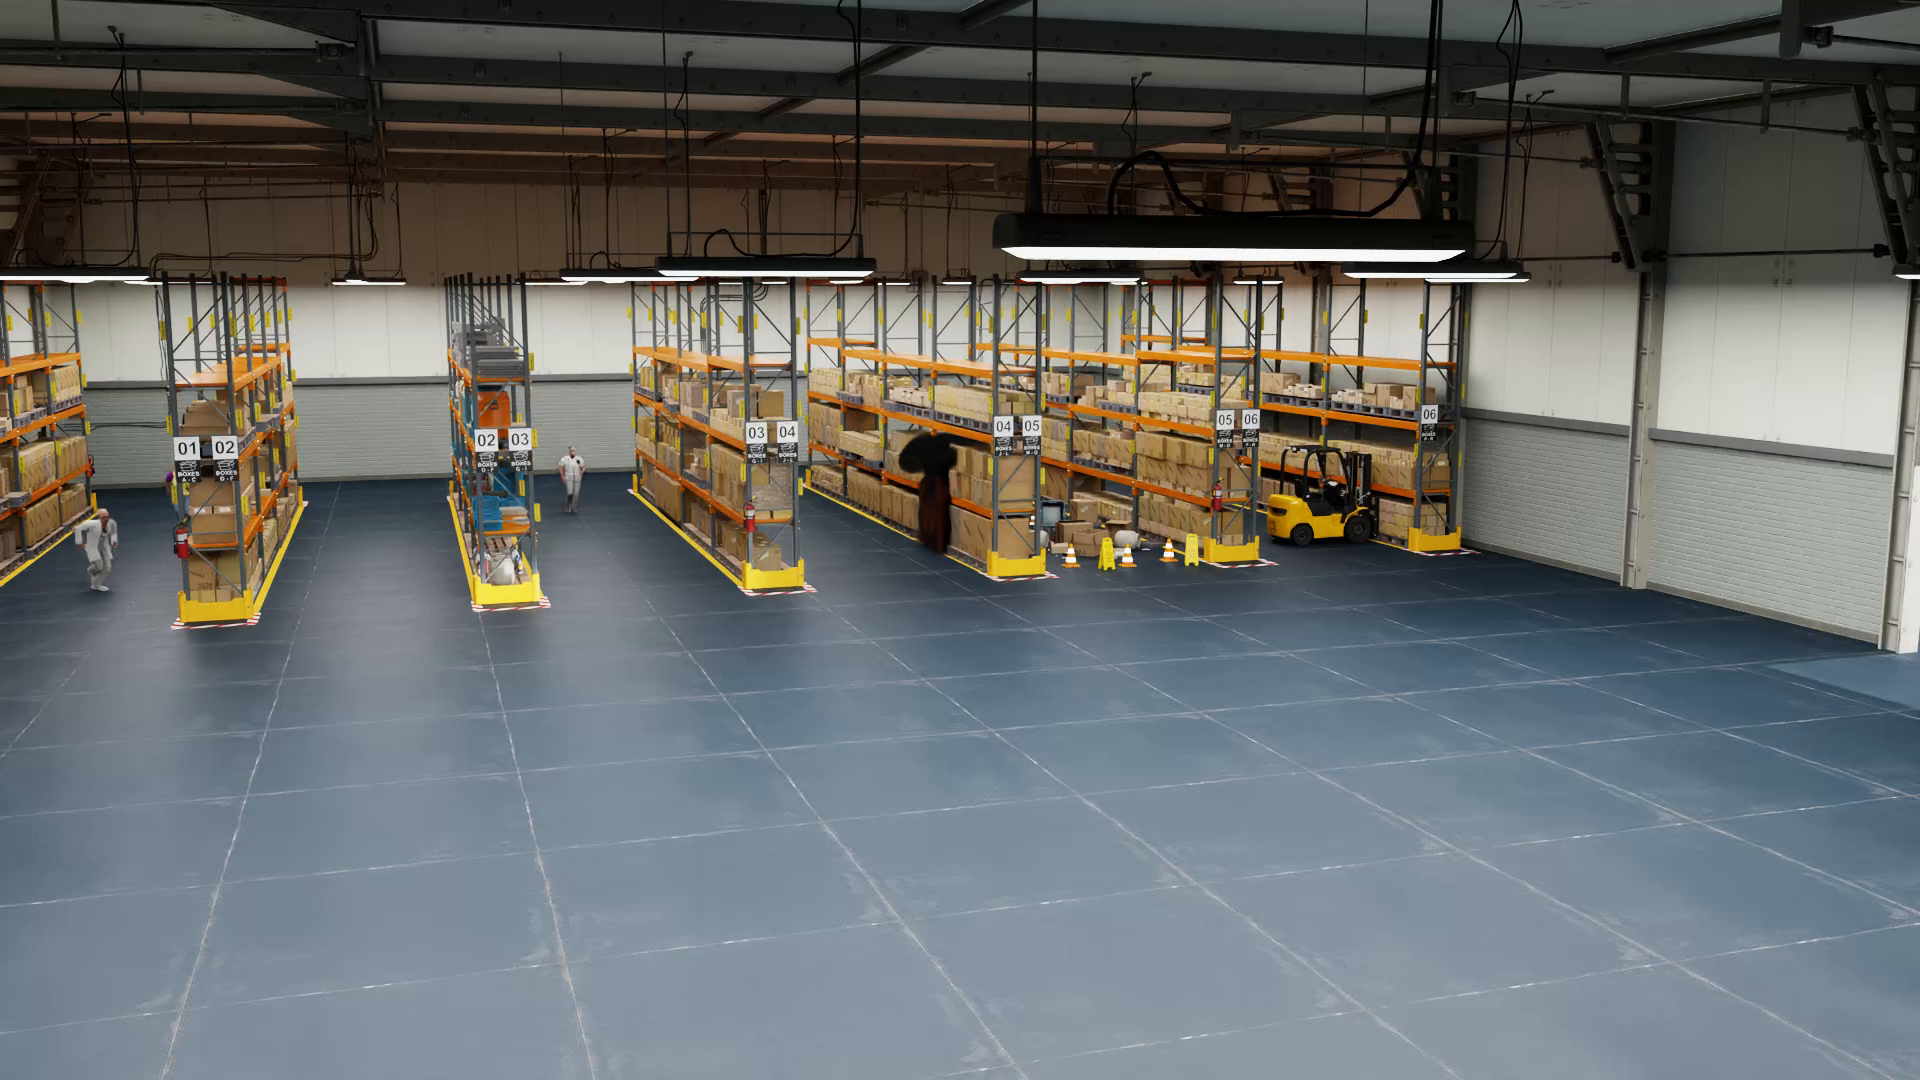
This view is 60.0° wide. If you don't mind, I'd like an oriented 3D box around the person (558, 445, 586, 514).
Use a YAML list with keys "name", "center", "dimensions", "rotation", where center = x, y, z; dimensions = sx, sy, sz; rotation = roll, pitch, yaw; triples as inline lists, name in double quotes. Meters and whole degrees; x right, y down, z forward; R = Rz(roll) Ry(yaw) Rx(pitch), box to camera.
- name: "person"
  center: [-9.873, -1.536, 42.473]
  dimensions: [0.667, 1.779, 0.661]
  rotation: [-4, 9, -23]

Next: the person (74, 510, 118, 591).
- name: "person"
  center: [-16.373, 0.202, 31.548]
  dimensions: [0.879, 1.592, 0.741]
  rotation: [7, 11, 39]

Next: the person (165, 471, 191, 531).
- name: "person"
  center: [-18.336, -1.053, 39.176]
  dimensions: [0.699, 1.722, 0.636]
  rotation: [-4, 9, -23]
